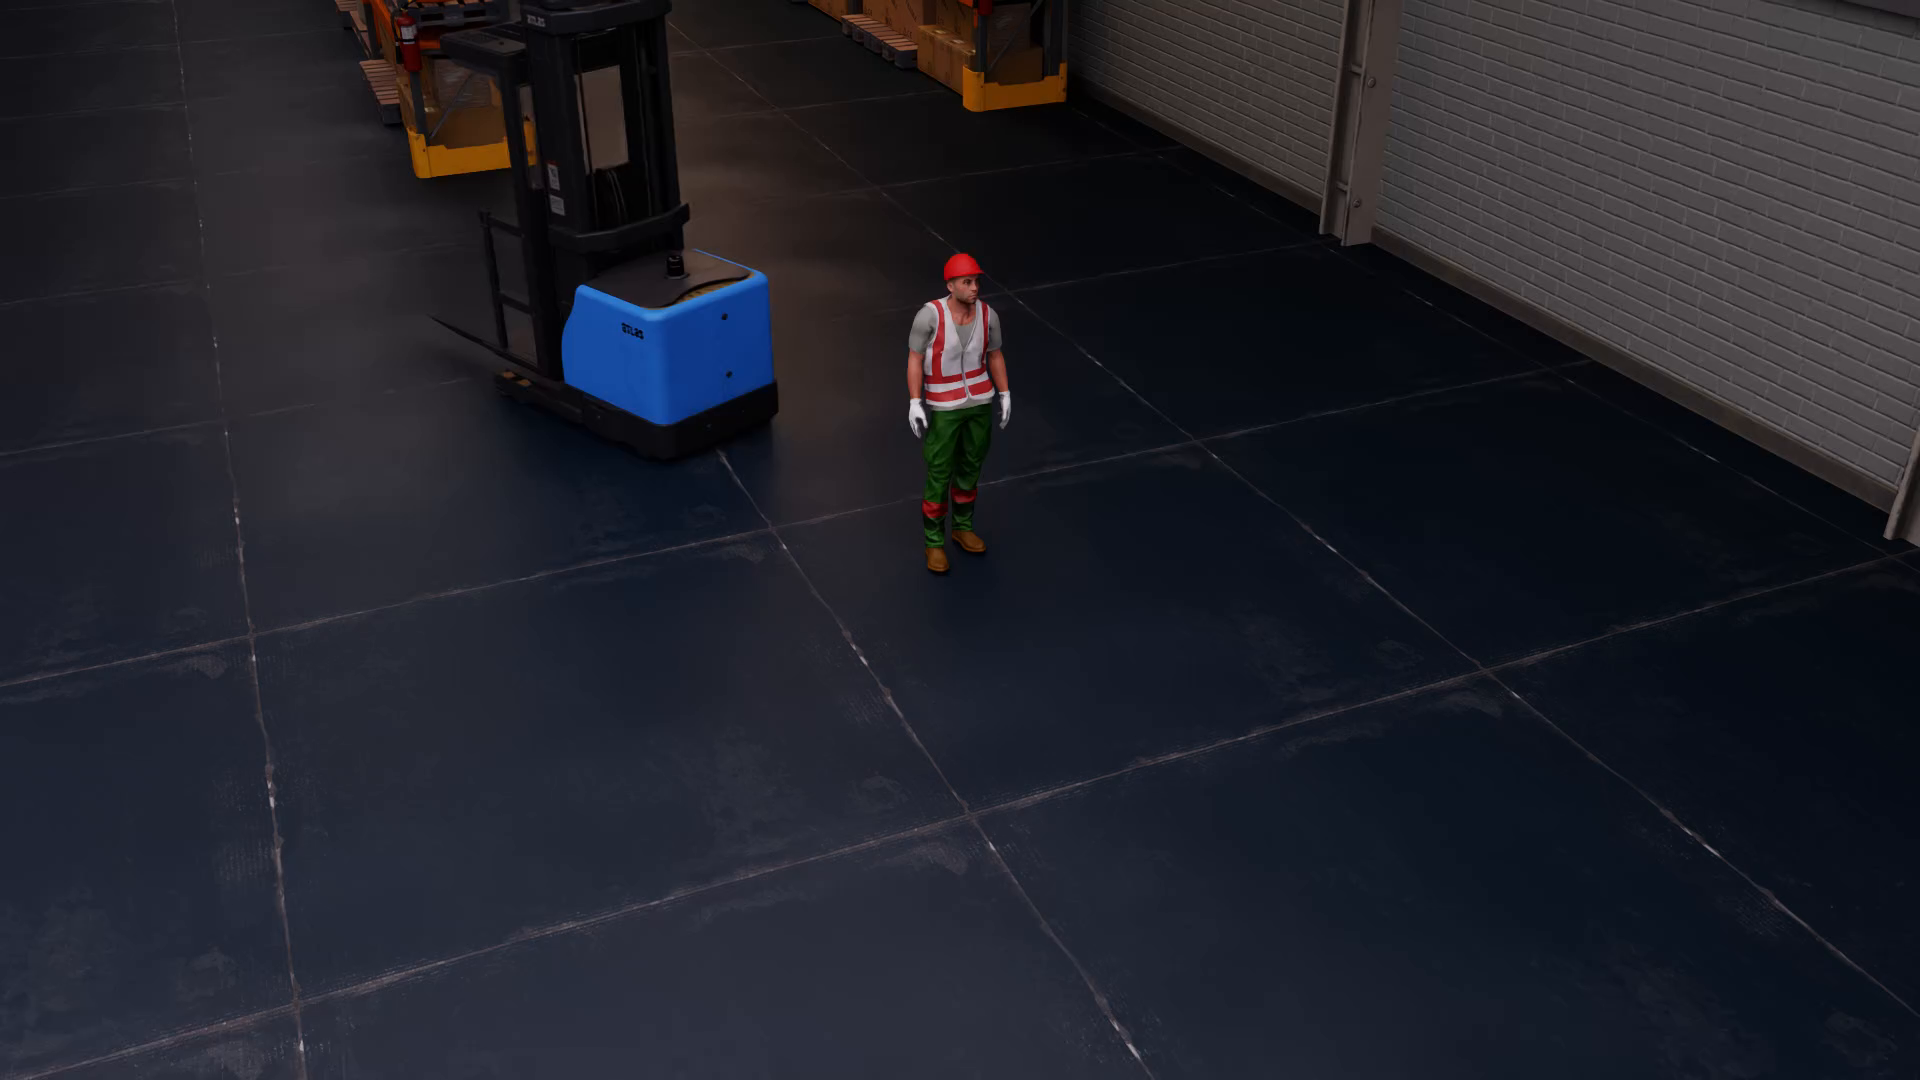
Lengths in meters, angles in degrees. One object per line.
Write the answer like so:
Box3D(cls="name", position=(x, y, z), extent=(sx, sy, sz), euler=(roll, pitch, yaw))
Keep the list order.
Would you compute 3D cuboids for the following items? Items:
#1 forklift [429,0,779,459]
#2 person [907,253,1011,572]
Box3D(cls="forklift", position=(-2.685, -2.413, 11.339), extent=(3.031, 2.935, 1.130), euler=(24, 38, 36))
Box3D(cls="person", position=(0.020, -0.744, 9.557), extent=(0.637, 1.787, 0.564), euler=(-12, 32, -20))
